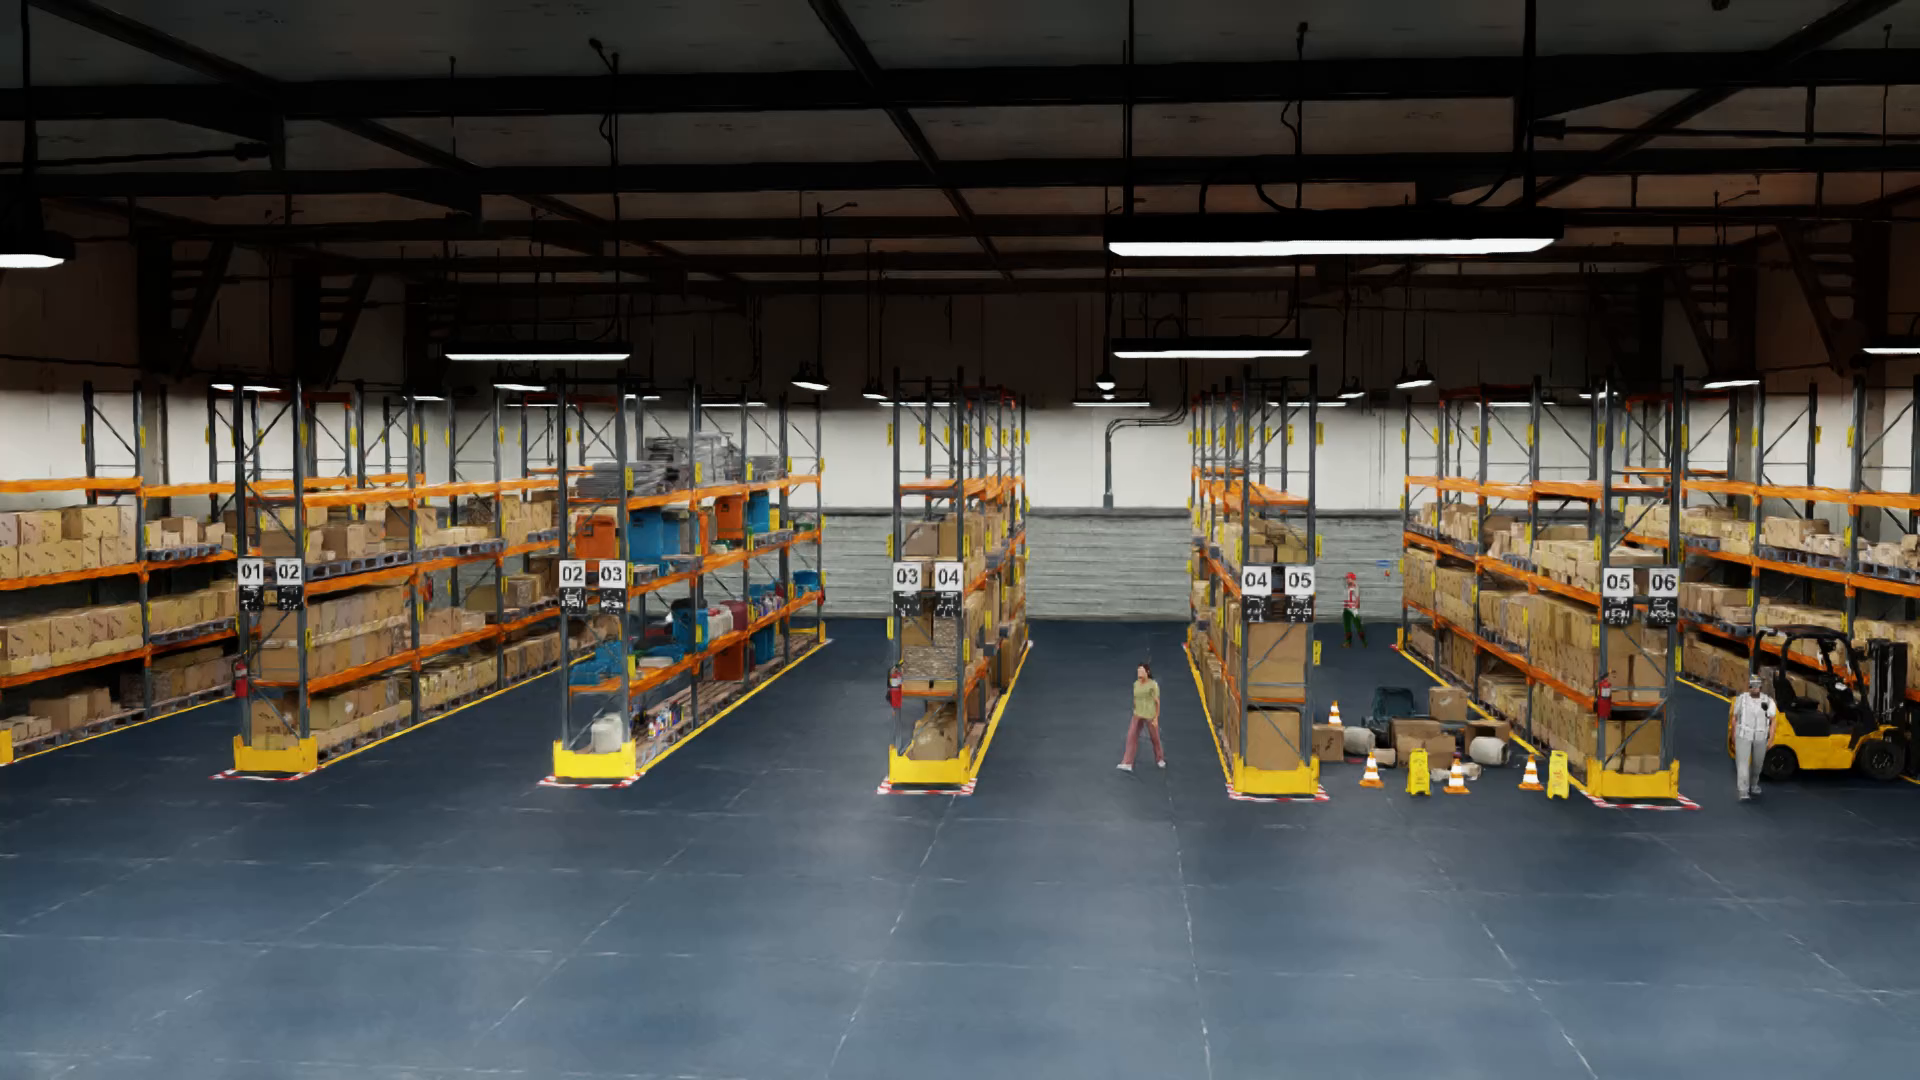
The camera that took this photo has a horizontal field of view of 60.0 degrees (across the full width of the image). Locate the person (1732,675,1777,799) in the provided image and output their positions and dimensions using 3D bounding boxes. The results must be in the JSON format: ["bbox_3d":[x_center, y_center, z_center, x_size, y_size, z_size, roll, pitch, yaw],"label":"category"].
[{"bbox_3d":[10.979,2.701,22.982,0.535,1.705,1.029,1,4,15],"label":"person"}]

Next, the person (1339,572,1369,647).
[{"bbox_3d":[9.392,1.659,39.618,0.524,1.786,0.740,-2,4,-26],"label":"person"}]

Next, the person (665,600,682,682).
[{"bbox_3d":[-5.861,2.049,34.032,0.478,1.666,0.523,2,4,35],"label":"person"}]

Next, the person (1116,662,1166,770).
[{"bbox_3d":[2.765,2.636,24.952,0.482,1.623,0.931,2,4,33],"label":"person"}]
